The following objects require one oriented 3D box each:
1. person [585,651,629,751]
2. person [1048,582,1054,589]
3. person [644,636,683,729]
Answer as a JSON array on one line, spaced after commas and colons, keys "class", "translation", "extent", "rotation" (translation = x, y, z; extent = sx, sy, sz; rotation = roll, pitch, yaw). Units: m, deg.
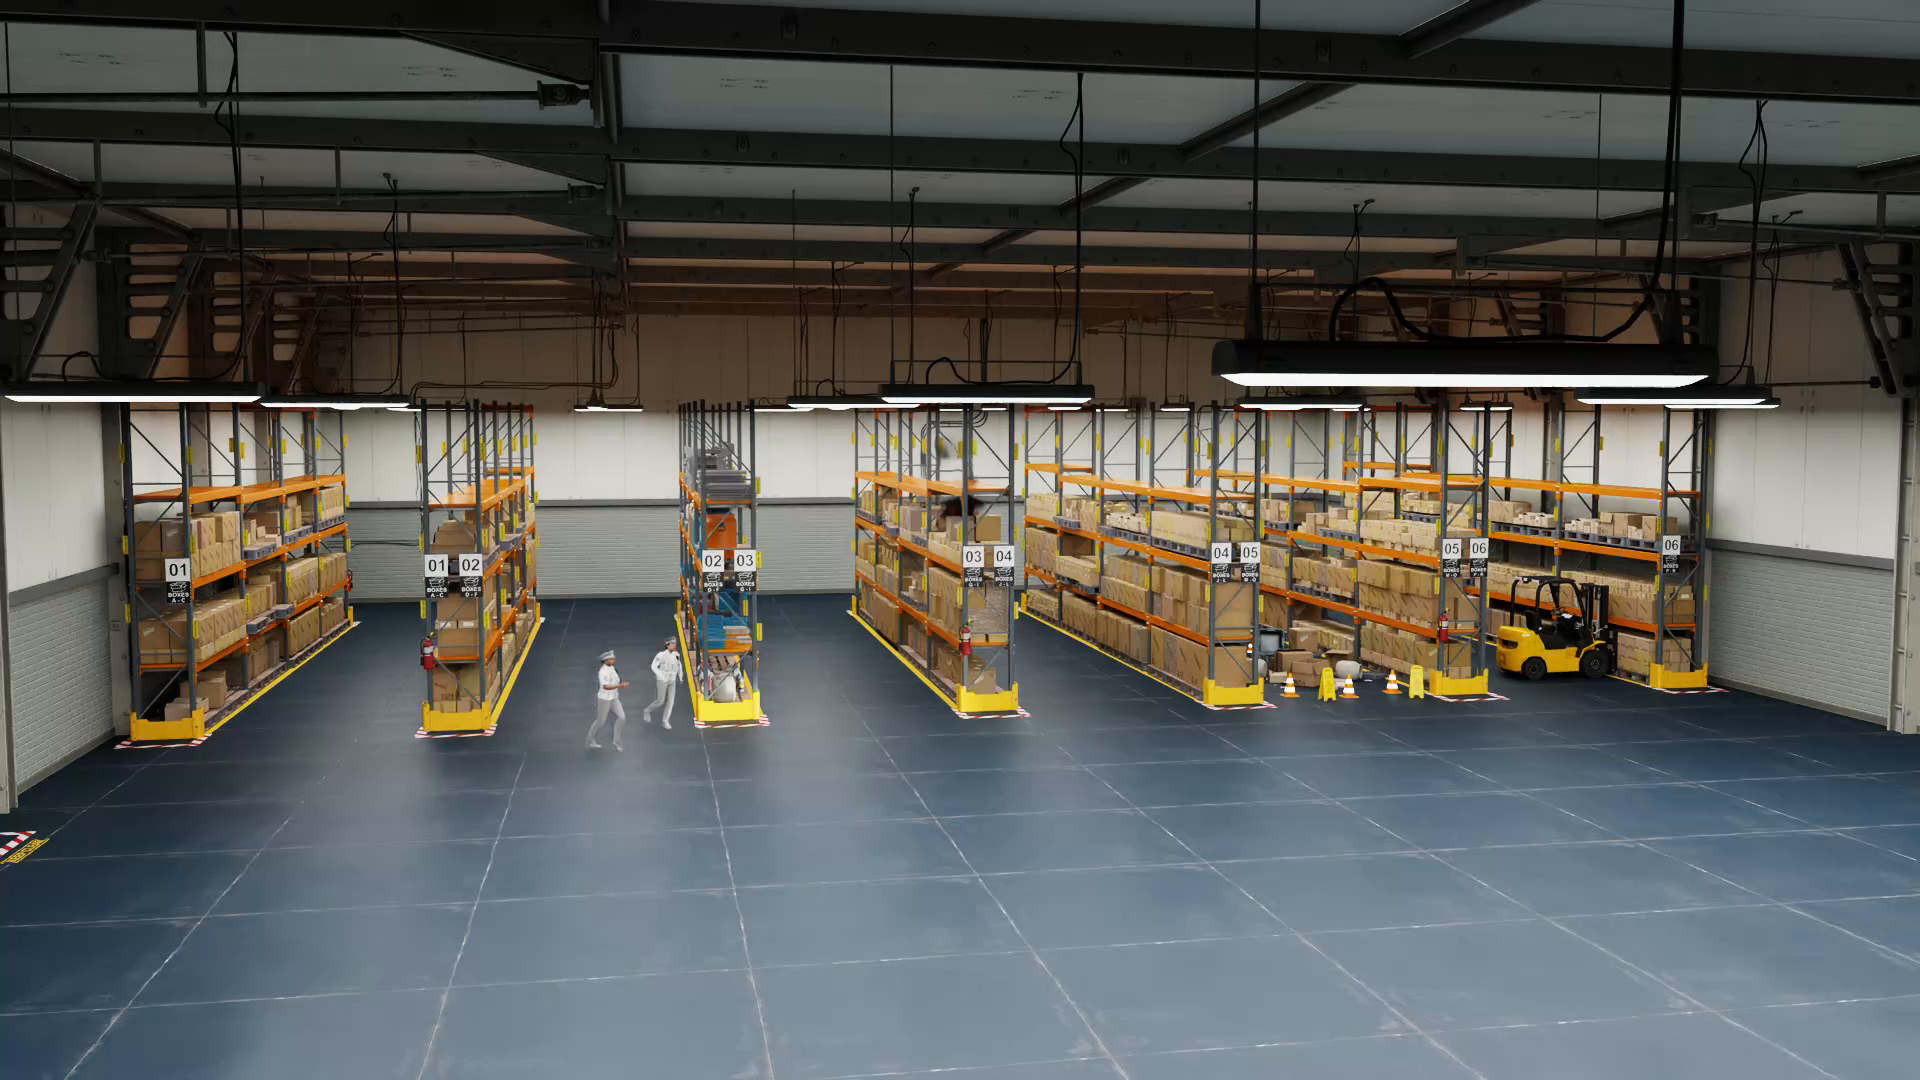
[{"class": "person", "translation": [-5.996, 2.759, 28.306], "extent": [0.787, 1.775, 0.539], "rotation": [1, 5, 17]}, {"class": "person", "translation": [2.966, 1.081, 50.776], "extent": [0.576, 1.622, 0.545], "rotation": [4, 6, 42]}, {"class": "person", "translation": [-5.381, 2.593, 30.589], "extent": [0.684, 1.656, 0.732], "rotation": [-4, 6, -42]}]
